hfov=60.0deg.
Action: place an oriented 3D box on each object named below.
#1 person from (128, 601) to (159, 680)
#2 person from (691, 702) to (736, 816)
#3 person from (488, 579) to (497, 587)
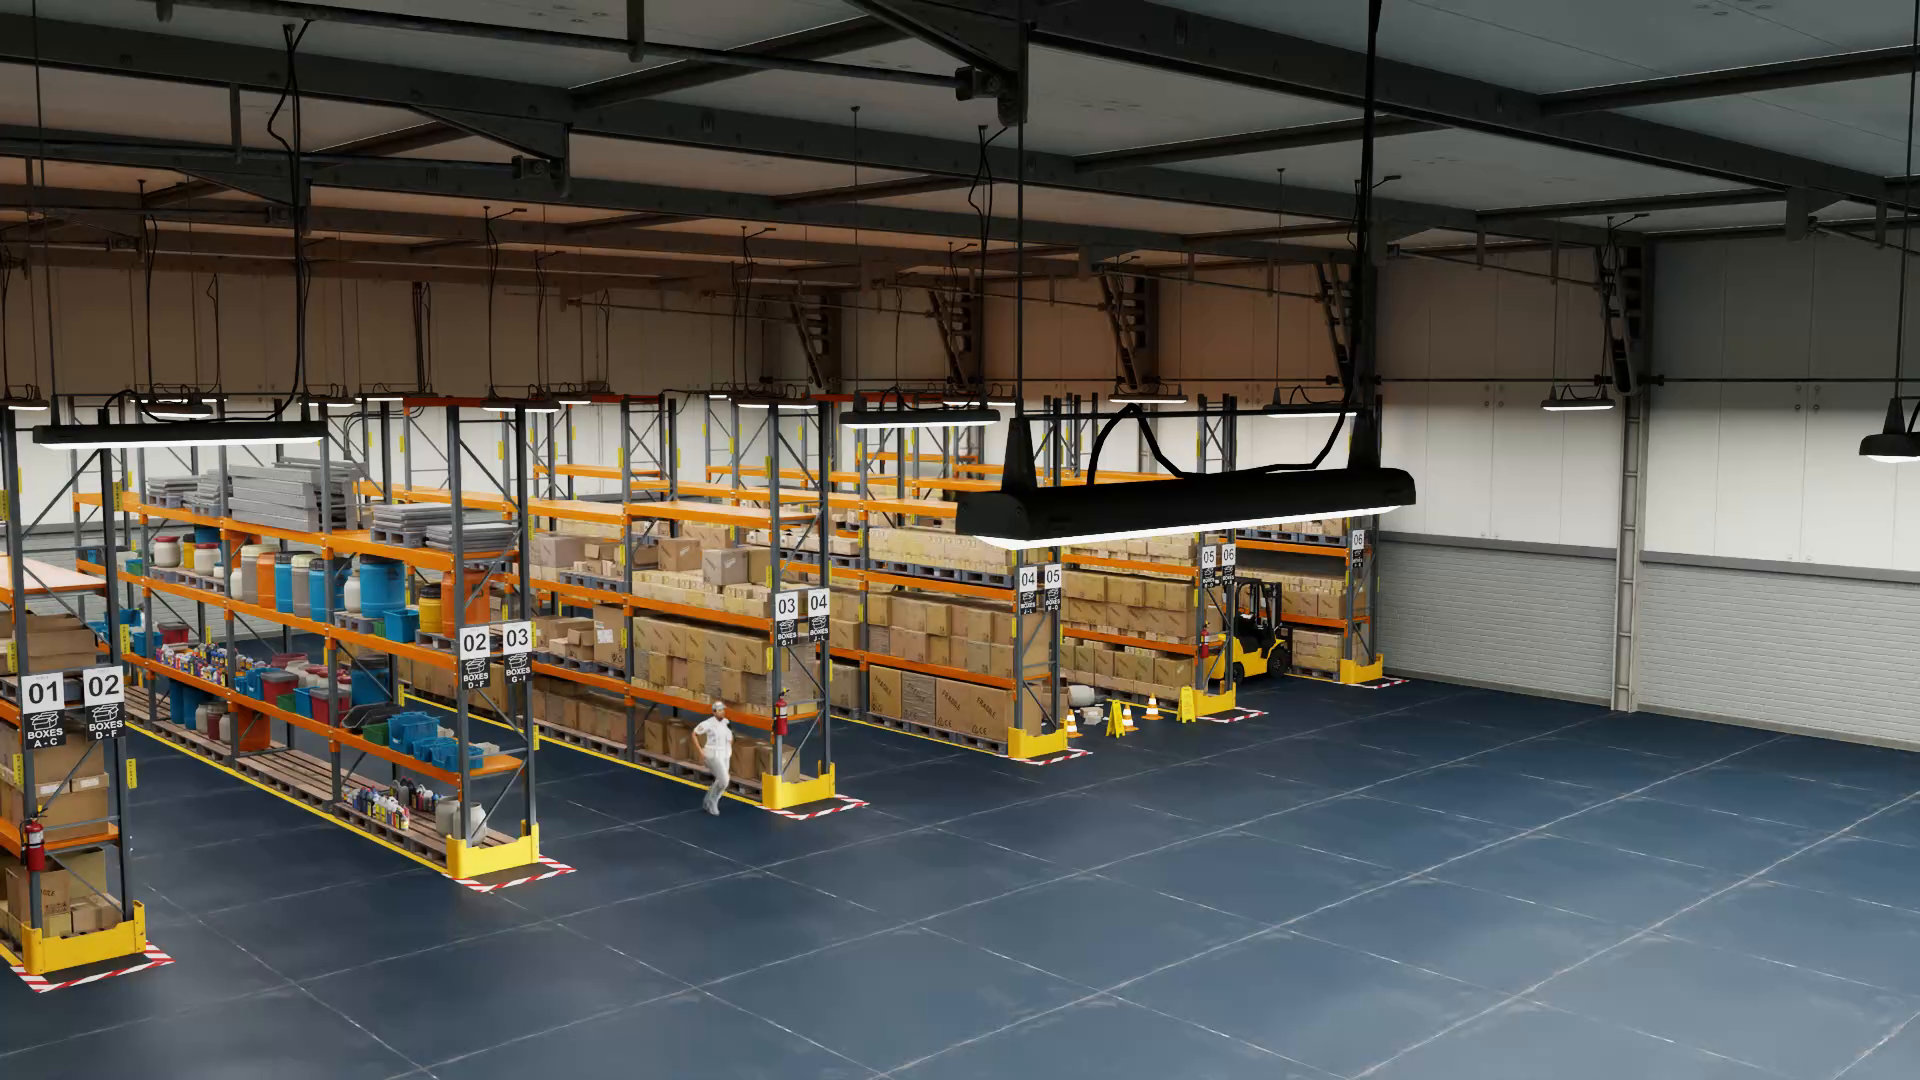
[{"bbox_3d":[-17.176,2.121,35.045,0.714,1.753,0.578,-4,7,-36],"label":"person"},{"bbox_3d":[-3.515,3.180,24.236,0.605,1.652,0.600,4,7,33],"label":"person"},{"bbox_3d":[-10.930,1.737,38.623,0.695,1.754,0.809,0,6,3],"label":"person"}]
